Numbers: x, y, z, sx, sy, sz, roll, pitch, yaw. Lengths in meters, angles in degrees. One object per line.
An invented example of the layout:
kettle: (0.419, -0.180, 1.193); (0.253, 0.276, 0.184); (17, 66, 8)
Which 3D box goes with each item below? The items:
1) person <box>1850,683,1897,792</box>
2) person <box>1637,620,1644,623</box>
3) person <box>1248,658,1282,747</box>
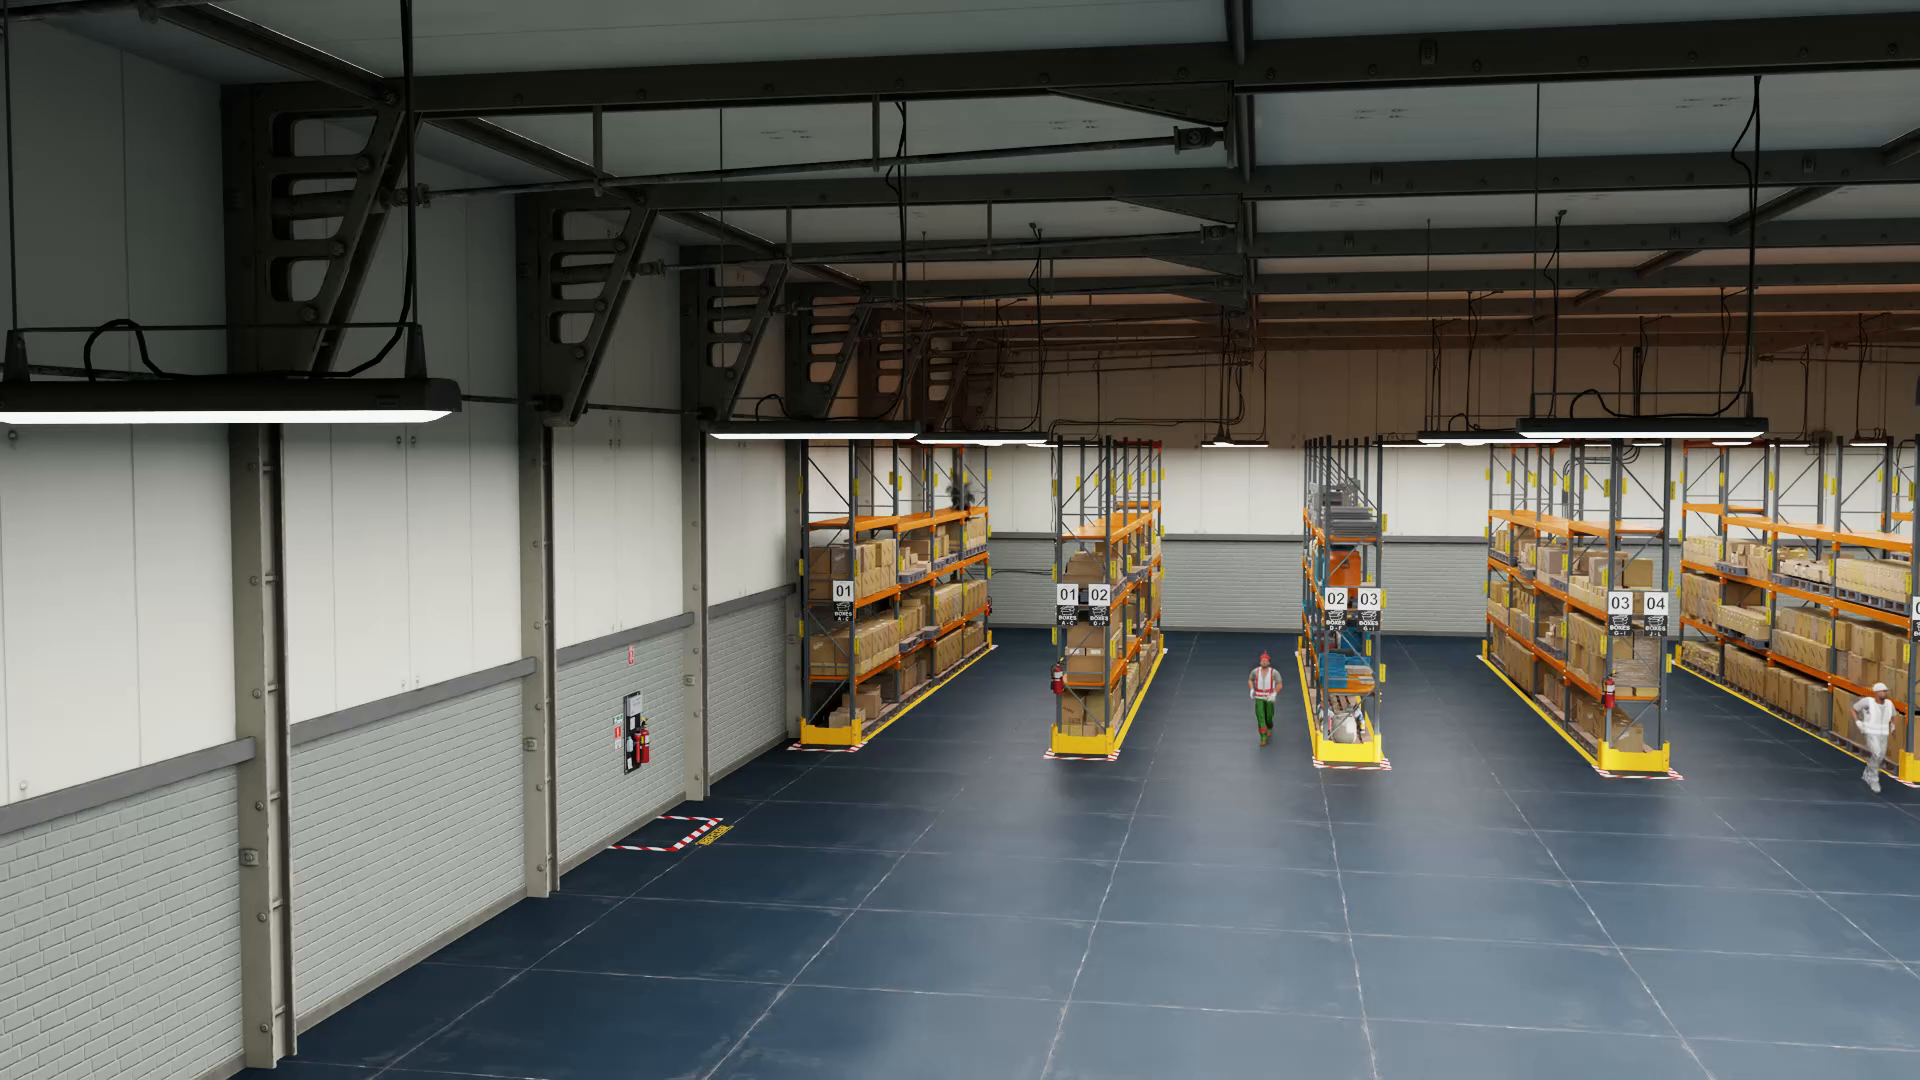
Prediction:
person: (15.531, 3.319, 28.177); (0.691, 1.817, 0.724); (0, 3, -5)
person: (17.883, 2.506, 44.021); (0.687, 1.657, 0.889); (1, 3, 9)
person: (5.938, 3.118, 32.389); (0.665, 1.730, 0.826); (1, 3, 16)
